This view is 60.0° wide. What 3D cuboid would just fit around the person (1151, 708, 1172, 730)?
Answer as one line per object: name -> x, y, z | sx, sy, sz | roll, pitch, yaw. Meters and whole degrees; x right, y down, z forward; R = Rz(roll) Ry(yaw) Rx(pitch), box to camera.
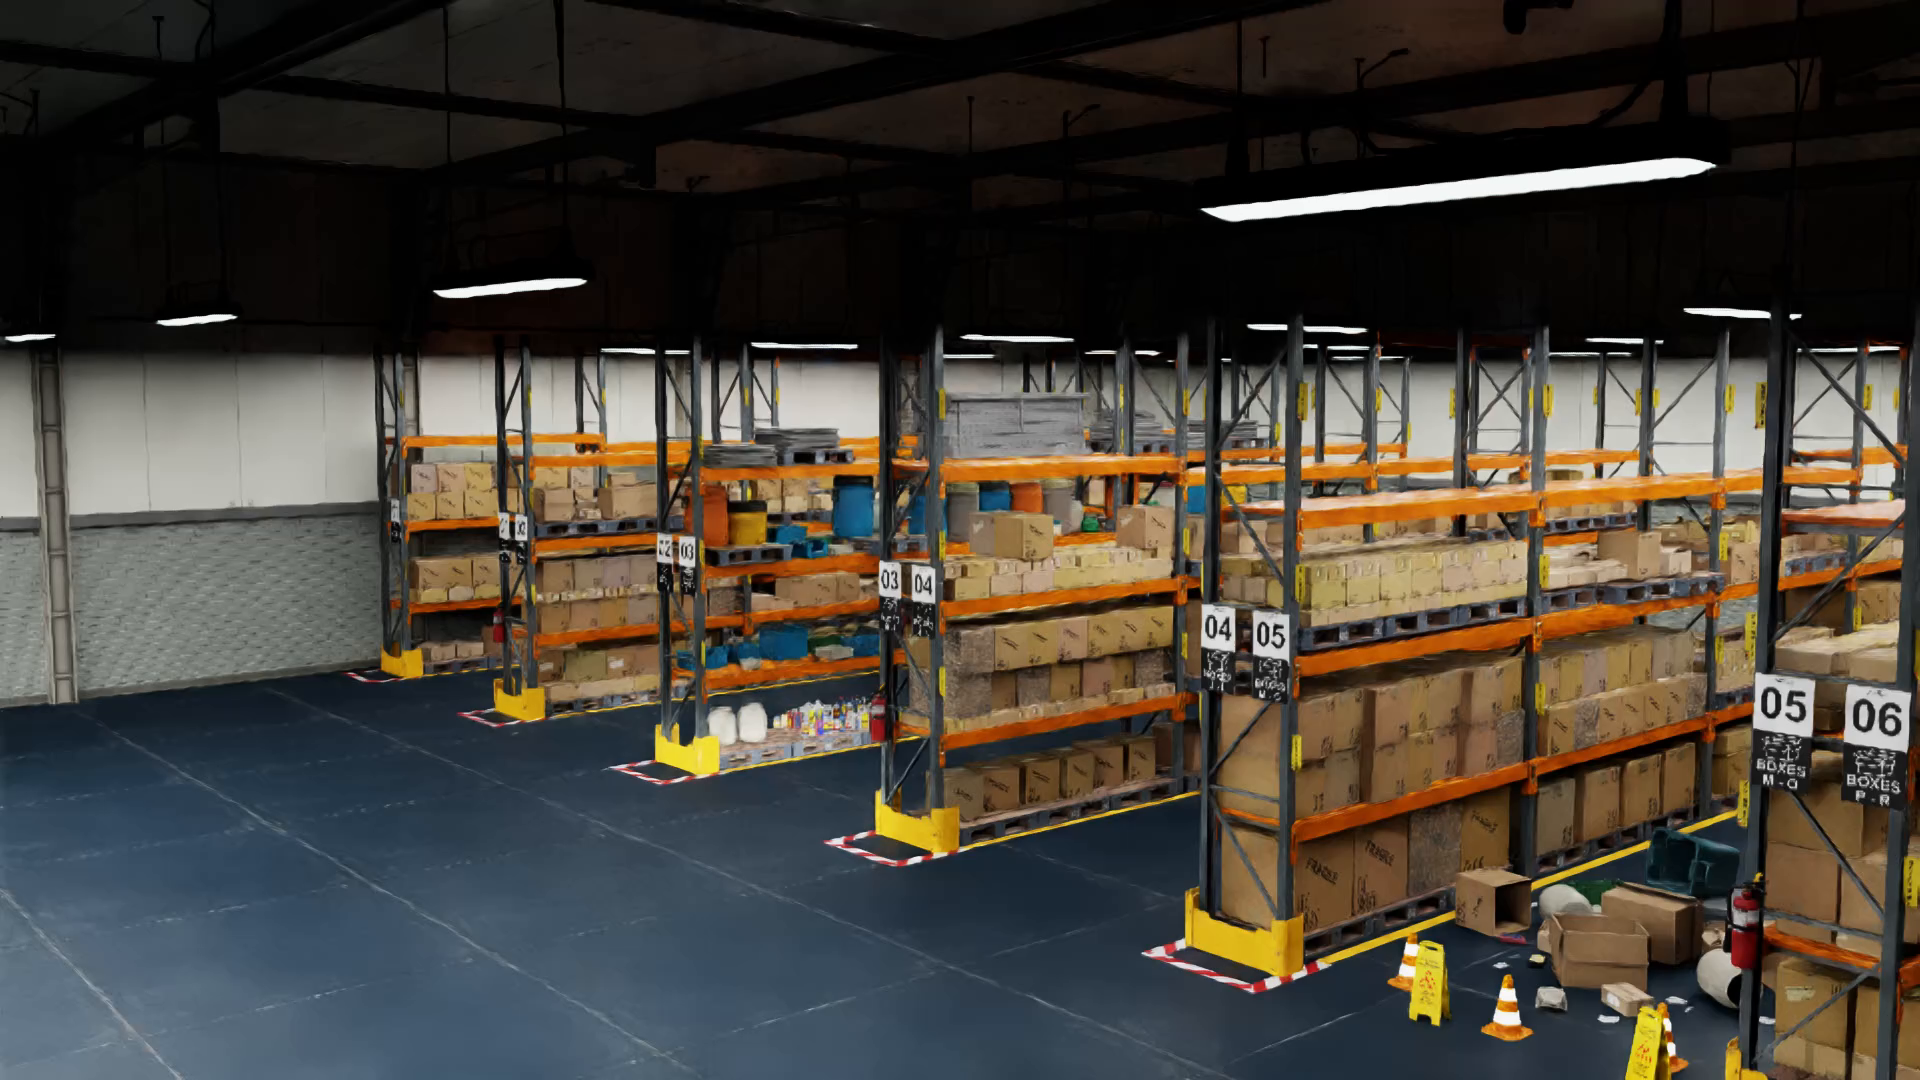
person -> 3.131, 1.994, 24.987 | 0.469, 1.740, 0.593 | 2, 6, 20
